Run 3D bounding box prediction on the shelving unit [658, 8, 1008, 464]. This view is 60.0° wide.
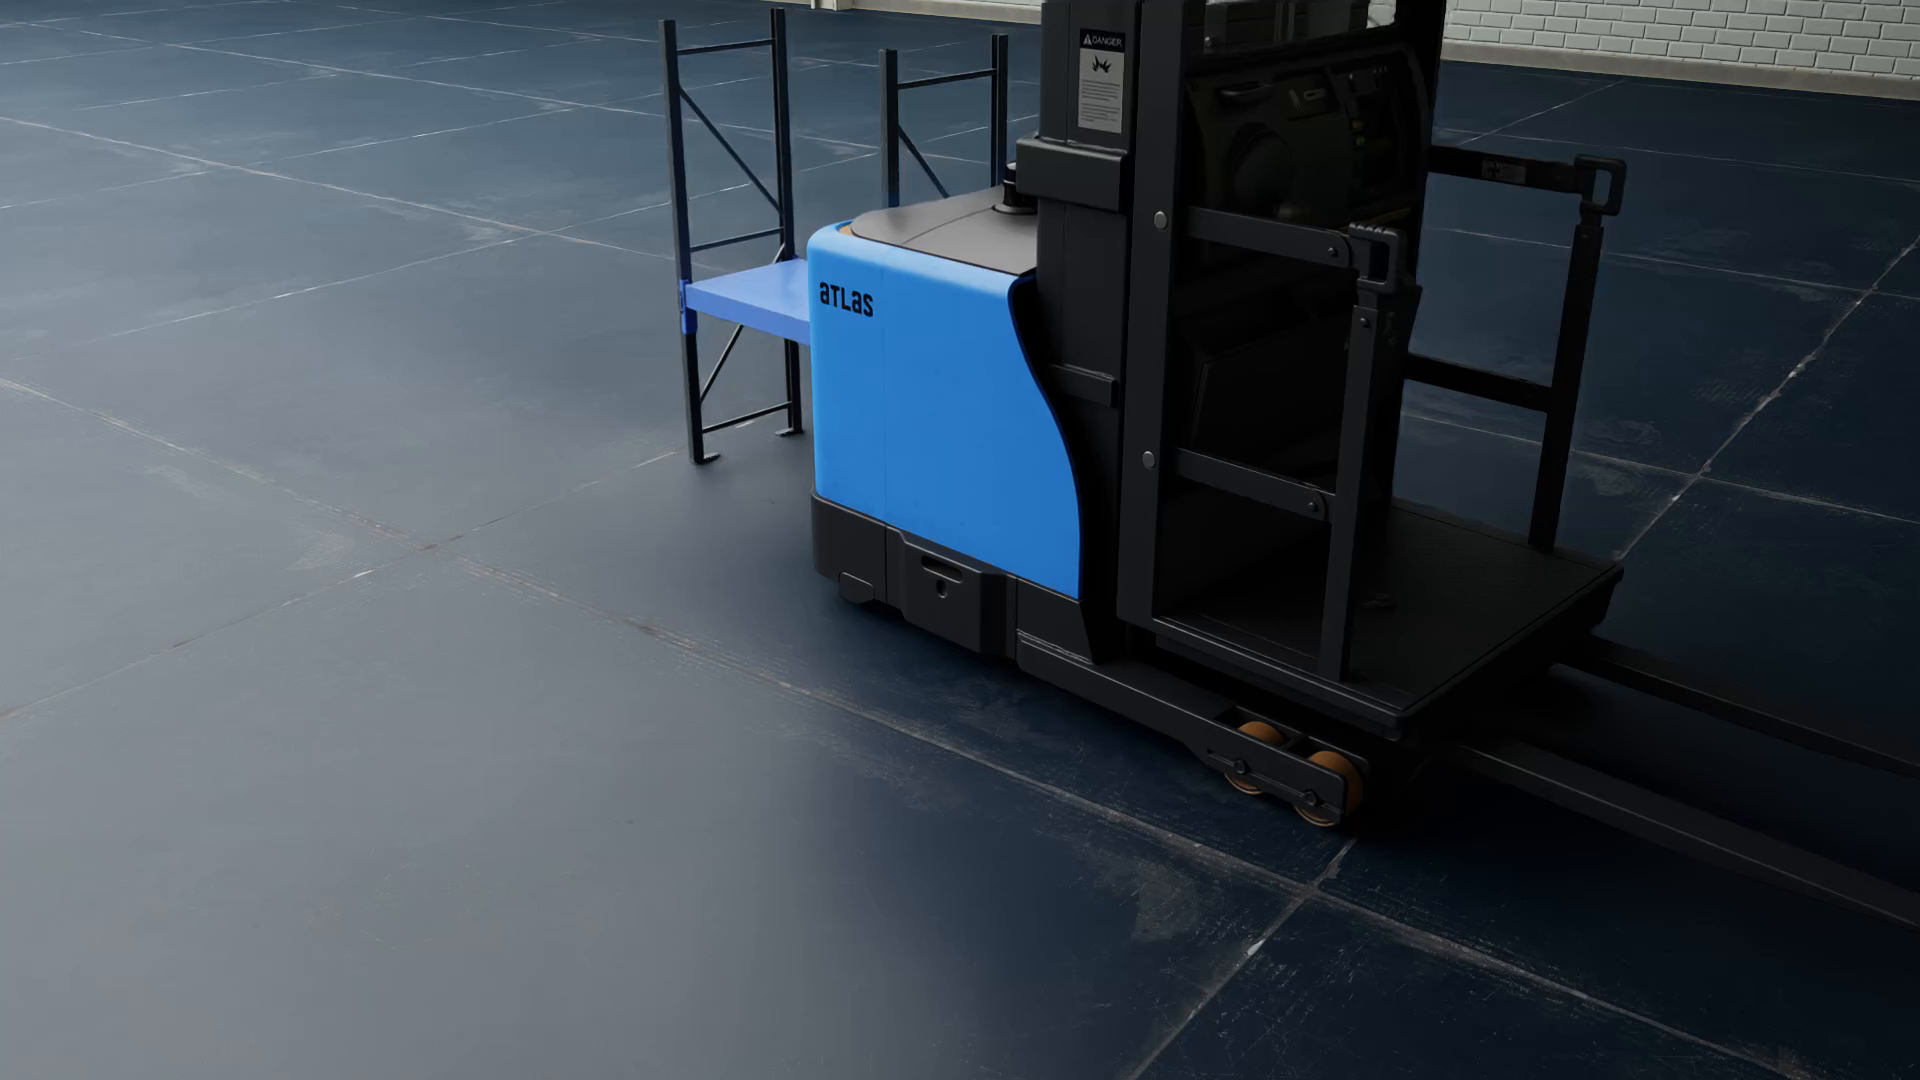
[{"bbox_3d":[-0.407,-0.888,5.405,1.048,1.500,0.538,21,32,40],"label":"shelving unit"}]

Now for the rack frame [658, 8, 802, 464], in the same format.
[{"bbox_3d":[-0.772,-1.031,5.729,0.032,1.500,0.500,21,32,40],"label":"rack frame"}]

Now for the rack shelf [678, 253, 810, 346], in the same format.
[{"bbox_3d":[-0.407,-0.723,5.478,1.000,0.185,0.538,21,32,40],"label":"rack shelf"}]

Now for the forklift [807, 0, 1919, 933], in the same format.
[{"bbox_3d":[0.976,-0.928,3.722,3.031,2.935,1.130,21,32,40],"label":"forklift"}]

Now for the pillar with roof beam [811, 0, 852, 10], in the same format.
[{"bbox_3d":[-4.051,-8.858,14.194,0.400,9.000,9.100,17,29,33],"label":"pillar with roof beam"}]

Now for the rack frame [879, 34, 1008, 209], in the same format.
[{"bbox_3d":[-0.042,-0.745,5.082,0.032,1.500,0.500,21,32,40],"label":"rack frame"}]
